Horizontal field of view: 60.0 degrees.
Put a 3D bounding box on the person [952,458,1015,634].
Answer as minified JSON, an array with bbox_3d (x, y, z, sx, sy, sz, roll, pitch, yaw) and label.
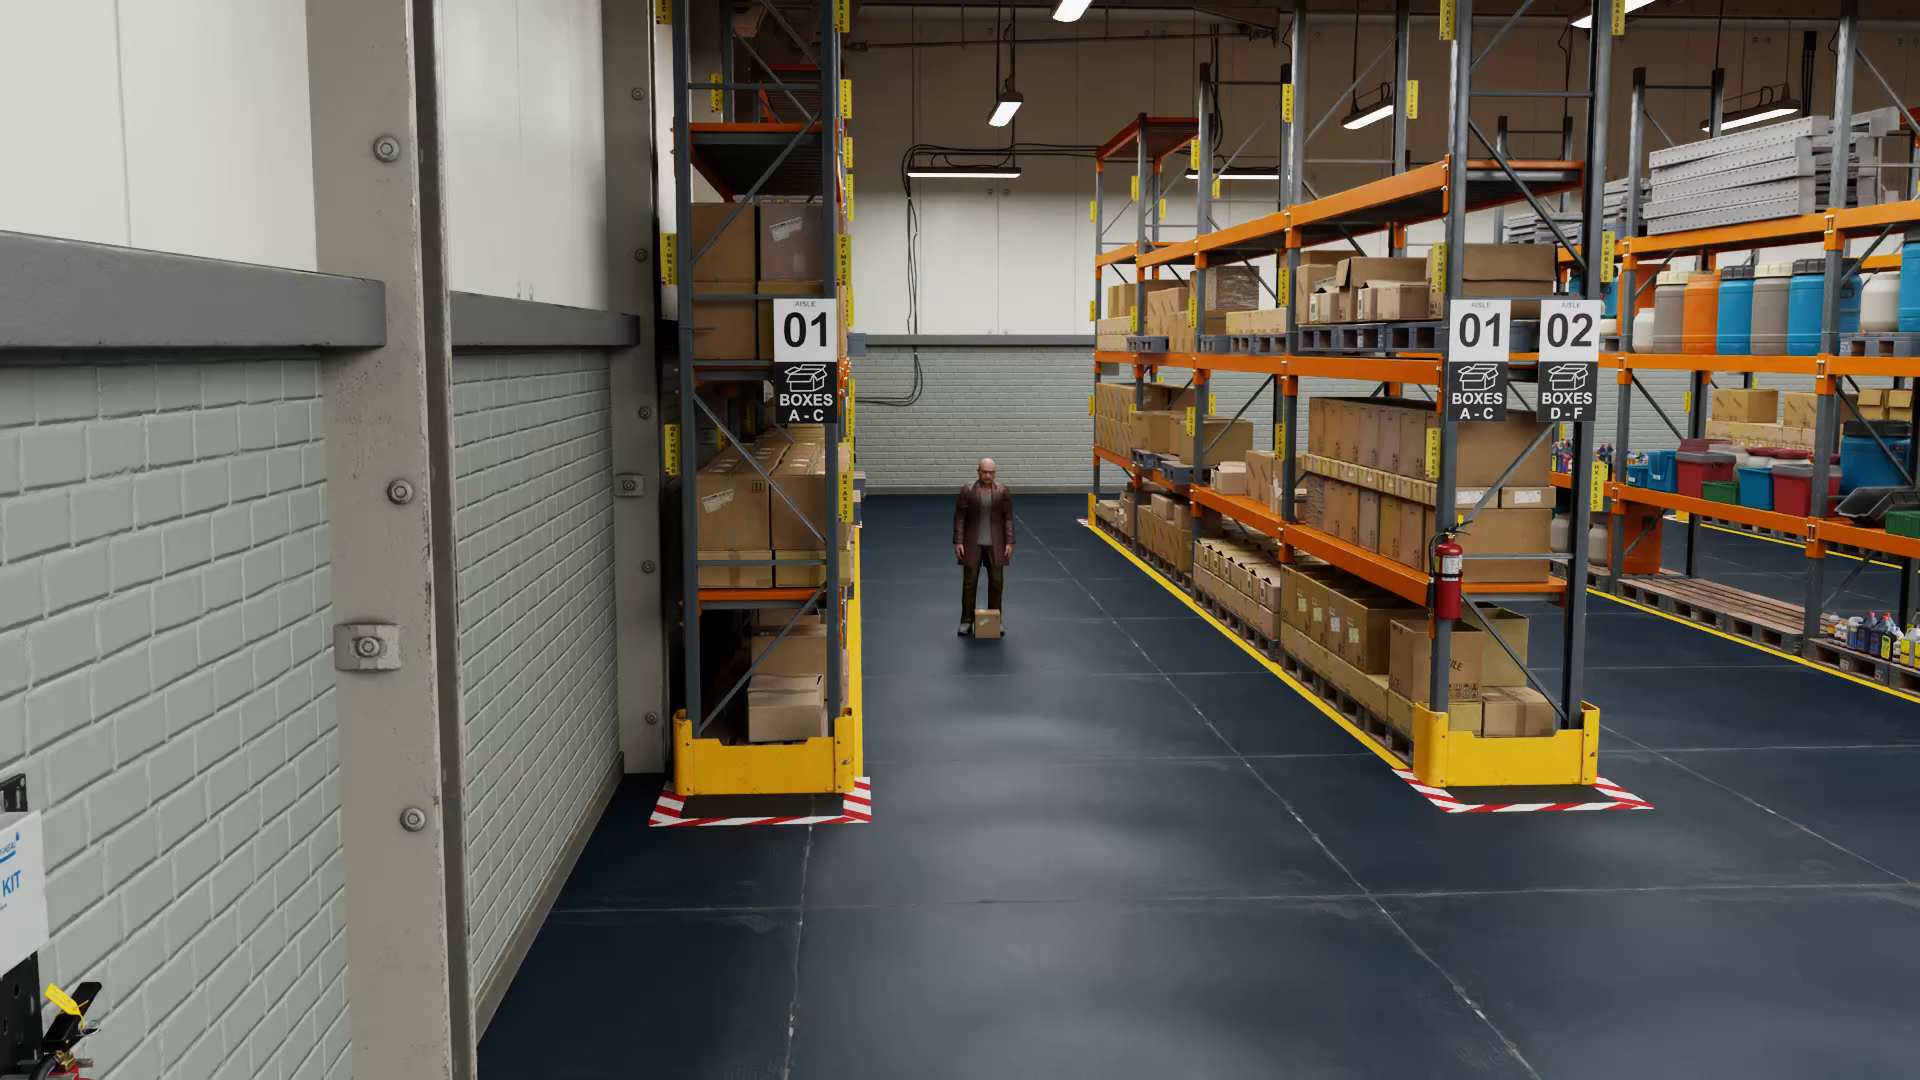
[{"bbox_3d":[0.242,0.055,16.835,0.641,1.773,0.424,-1,7,-5],"label":"person"}]
